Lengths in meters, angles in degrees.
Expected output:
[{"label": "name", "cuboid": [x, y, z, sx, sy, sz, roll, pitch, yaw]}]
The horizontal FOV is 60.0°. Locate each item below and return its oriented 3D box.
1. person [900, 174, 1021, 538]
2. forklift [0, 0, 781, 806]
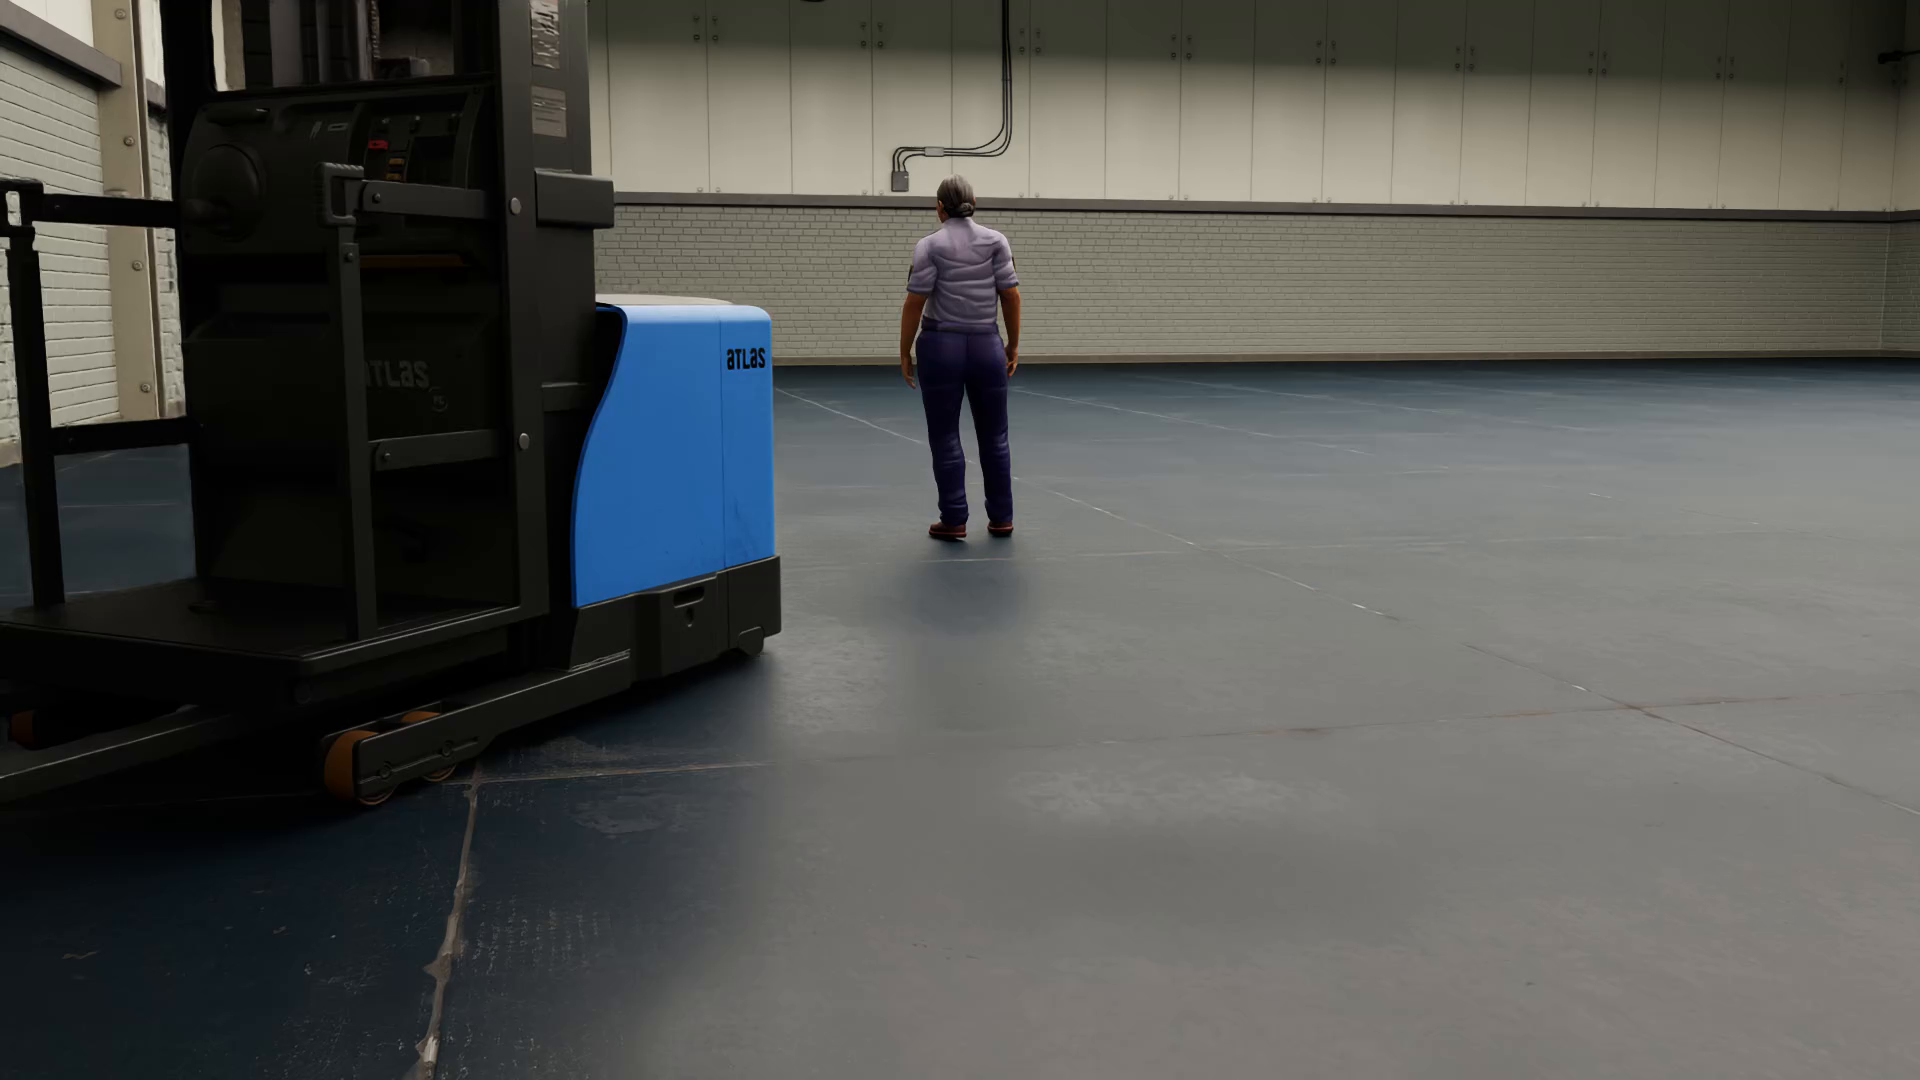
[{"label": "person", "cuboid": [0.001, -0.830, 7.684, 0.598, 1.637, 0.503, -2, 8, -13]}, {"label": "forklift", "cuboid": [-1.629, -0.943, 3.877, 1.130, 2.935, 3.031, 4, 9, 24]}]
